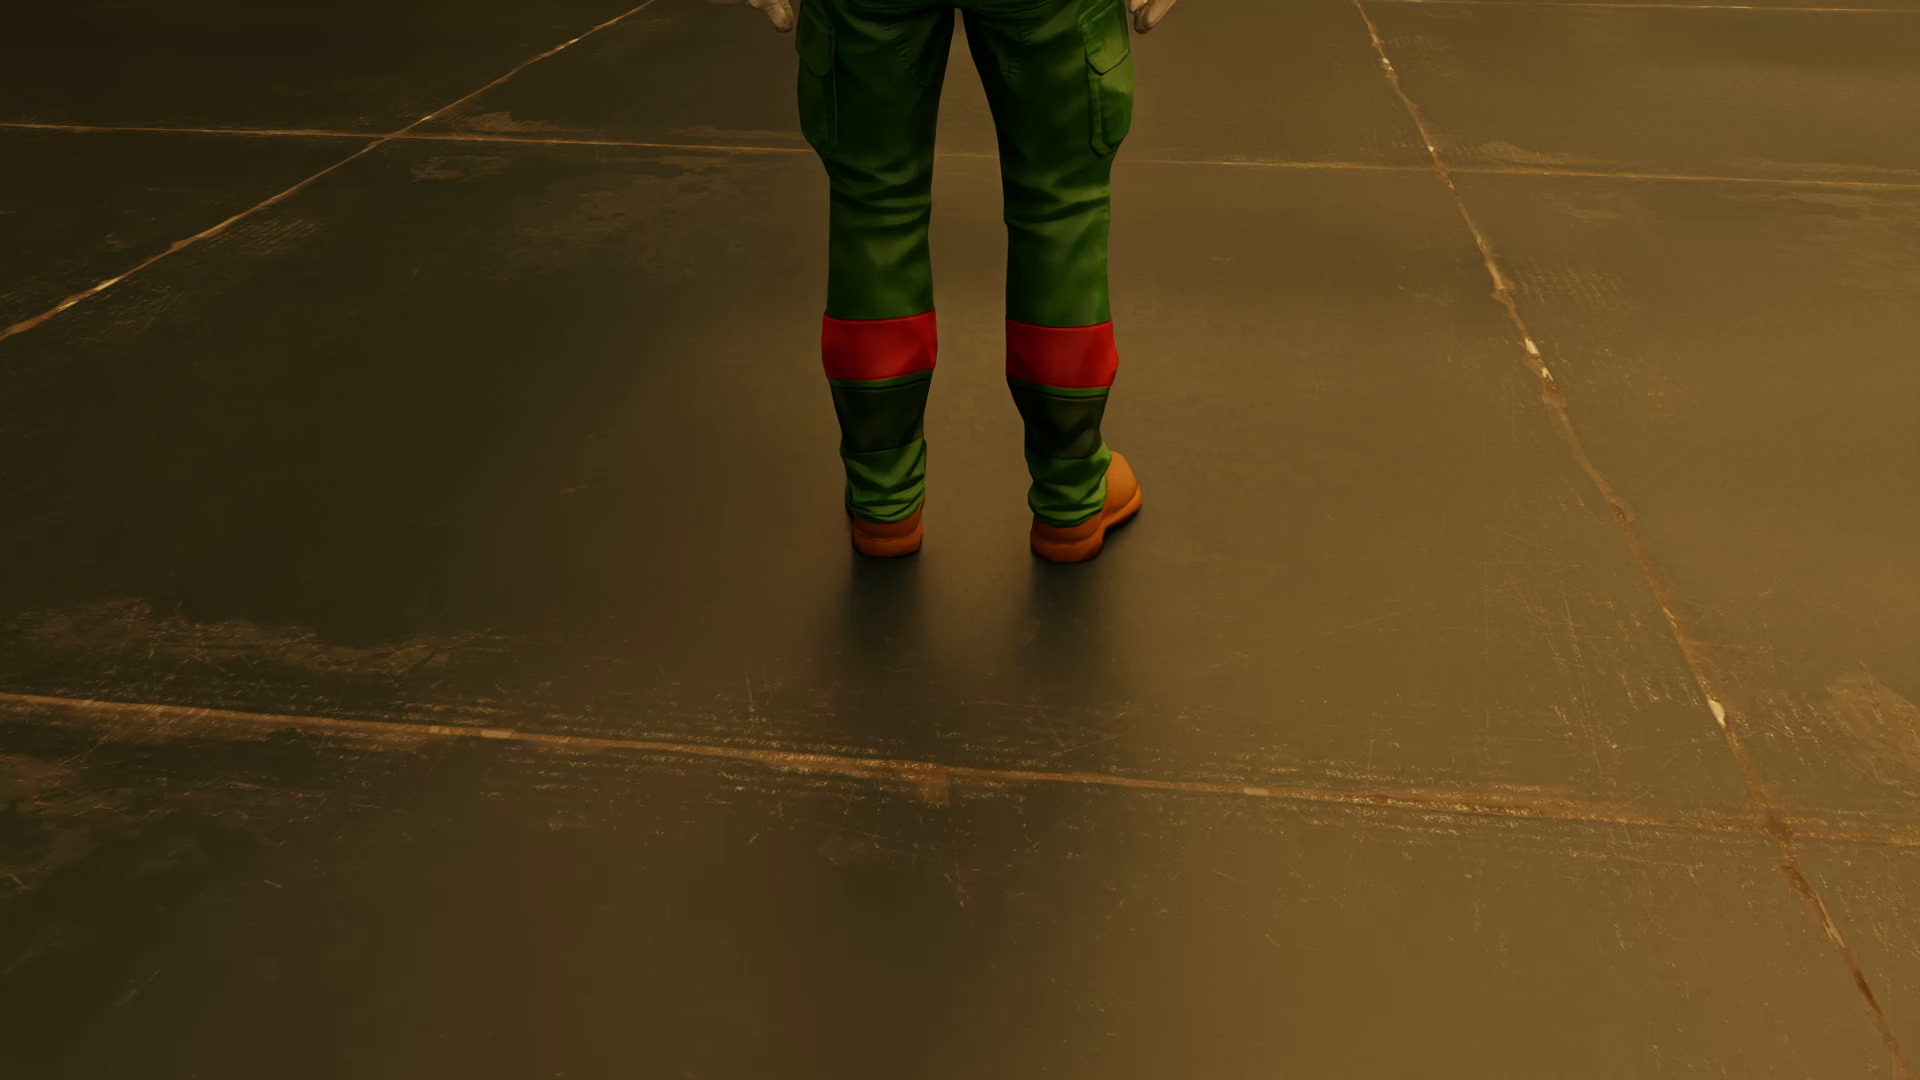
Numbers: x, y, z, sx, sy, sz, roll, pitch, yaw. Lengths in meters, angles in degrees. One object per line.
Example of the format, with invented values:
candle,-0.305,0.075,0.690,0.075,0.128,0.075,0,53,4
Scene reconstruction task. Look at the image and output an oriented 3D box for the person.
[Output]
person,-0.002,-0.814,2.144,0.608,1.778,0.450,3,27,5
